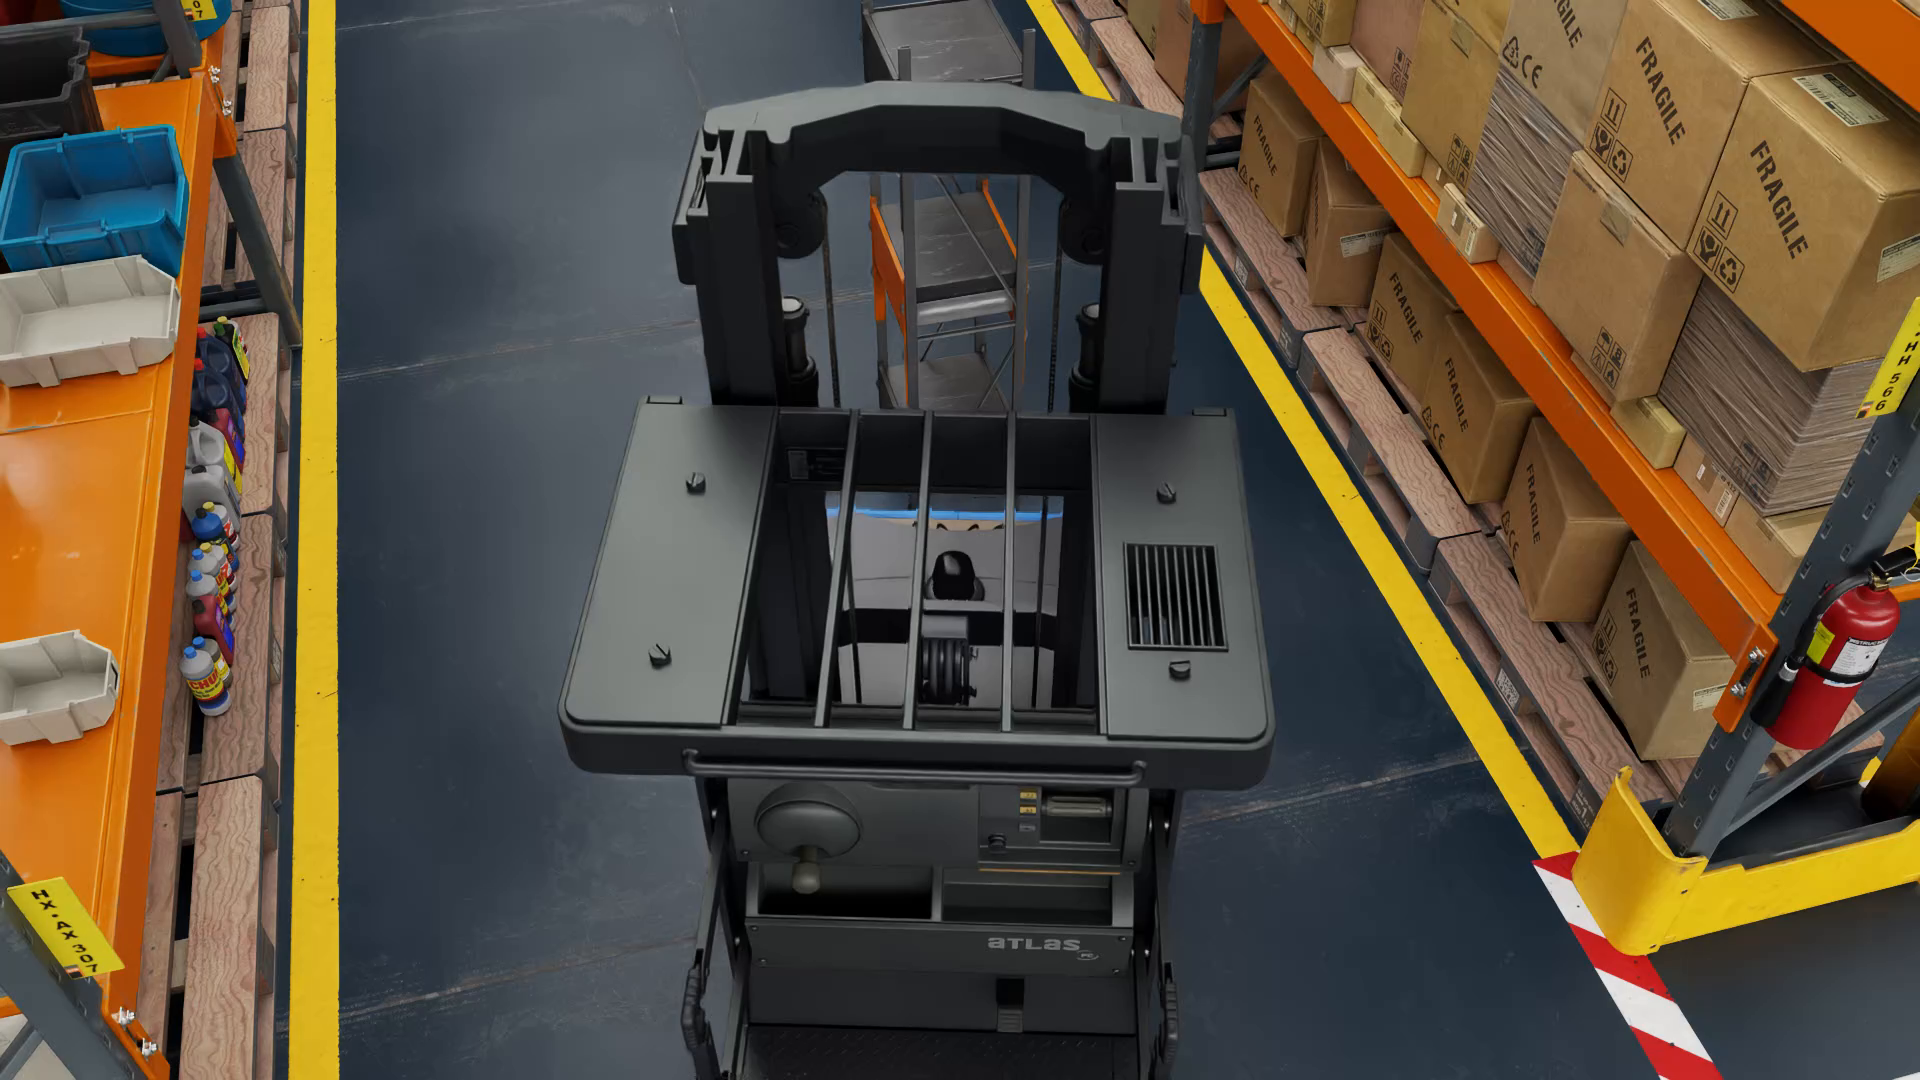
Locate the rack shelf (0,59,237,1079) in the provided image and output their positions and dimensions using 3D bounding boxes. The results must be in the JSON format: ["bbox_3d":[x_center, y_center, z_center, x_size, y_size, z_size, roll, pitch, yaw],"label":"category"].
[{"bbox_3d":[-2.771,-0.180,4.830,1.077,0.370,4.000,-11,47,-10],"label":"rack shelf"}]

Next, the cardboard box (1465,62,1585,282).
[{"bbox_3d":[2.085,-1.157,5.006,0.875,0.500,0.500,-11,47,-10],"label":"cardboard box"}]

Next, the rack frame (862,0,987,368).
[{"bbox_3d":[-0.105,-1.018,5.777,0.400,2.100,0.015,-11,47,-10],"label":"rack frame"}]

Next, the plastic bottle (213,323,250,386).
[{"bbox_3d":[-2.841,-0.744,6.473,0.061,0.283,0.133,-9,46,-8],"label":"plastic bottle"}]

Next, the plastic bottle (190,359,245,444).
[{"bbox_3d":[-2.790,-0.515,6.202,0.144,0.351,0.185,-13,47,-12],"label":"plastic bottle"}]

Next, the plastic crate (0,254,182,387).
[{"bbox_3d":[-2.622,-0.646,4.968,0.530,0.136,0.437,-11,47,-10],"label":"plastic crate"}]

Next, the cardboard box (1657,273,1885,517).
[{"bbox_3d":[2.415,-0.481,4.343,0.875,0.500,0.500,-11,47,-10],"label":"cardboard box"}]

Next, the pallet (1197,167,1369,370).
[{"bbox_3d":[1.711,-1.285,7.362,1.003,0.211,1.213,-11,47,-10],"label":"pallet"}]

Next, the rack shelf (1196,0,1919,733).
[{"bbox_3d":[2.017,-1.086,5.718,1.077,0.370,4.000,-11,47,-10],"label":"rack shelf"}]

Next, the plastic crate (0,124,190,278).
[{"bbox_3d":[-2.737,-1.047,5.280,0.499,0.251,0.616,-11,47,-10],"label":"plastic crate"}]

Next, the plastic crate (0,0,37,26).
[{"bbox_3d":[-3.703,-2.114,6.177,0.402,0.464,0.583,-11,47,-10],"label":"plastic crate"}]

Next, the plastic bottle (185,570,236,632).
[{"bbox_3d":[-2.510,0.204,5.552,0.097,0.271,0.097,0,46,0],"label":"plastic bottle"}]

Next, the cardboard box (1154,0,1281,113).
[{"bbox_3d":[1.369,-2.426,7.969,0.700,0.500,0.500,-14,47,-13],"label":"cardboard box"}]

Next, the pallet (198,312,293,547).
[{"bbox_3d":[-3.151,-0.366,6.461,1.003,0.211,1.213,-11,47,-10],"label":"pallet"}]

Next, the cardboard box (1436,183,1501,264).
[{"bbox_3d":[1.771,-1.045,5.349,0.380,0.149,0.250,-11,47,-10],"label":"cardboard box"}]

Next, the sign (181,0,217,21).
[{"bbox_3d":[-2.748,-2.003,5.919,0.100,0.325,0.005,-11,47,-10],"label":"sign"}]

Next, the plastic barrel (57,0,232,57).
[{"bbox_3d":[-3.089,-2.311,6.063,0.600,0.901,0.708,-11,47,-10],"label":"plastic barrel"}]

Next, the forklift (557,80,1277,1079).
[{"bbox_3d":[-0.054,0.686,3.526,1.130,2.935,3.031,1,46,1],"label":"forklift"}]

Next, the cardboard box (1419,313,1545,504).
[{"bbox_3d":[2.057,-0.505,6.101,0.500,0.500,0.500,-7,46,-7],"label":"cardboard box"}]

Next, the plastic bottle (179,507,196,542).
[{"bbox_3d":[-2.773,-0.136,5.877,0.061,0.283,0.133,-11,47,-10],"label":"plastic bottle"}]

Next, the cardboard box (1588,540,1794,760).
[{"bbox_3d":[2.385,0.337,5.276,0.500,0.500,0.500,-3,46,-3],"label":"cardboard box"}]

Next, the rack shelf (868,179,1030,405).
[{"bbox_3d":[-0.042,-0.840,5.622,0.431,0.518,0.480,-11,47,-10],"label":"rack shelf"}]

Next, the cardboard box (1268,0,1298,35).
[{"bbox_3d":[1.411,-2.085,6.369,0.380,0.149,0.250,-11,47,-10],"label":"cardboard box"}]

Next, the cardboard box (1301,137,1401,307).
[{"bbox_3d":[1.723,-1.313,6.893,0.500,0.500,0.500,3,46,2],"label":"cardboard box"}]

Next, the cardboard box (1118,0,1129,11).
[{"bbox_3d":[1.121,-3.145,8.674,0.700,0.500,0.500,-14,47,-14],"label":"cardboard box"}]

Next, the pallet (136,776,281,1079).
[{"bbox_3d":[-2.527,1.319,4.810,1.003,0.211,1.213,-11,47,-10],"label":"pallet"}]

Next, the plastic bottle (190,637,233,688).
[{"bbox_3d":[-2.448,0.394,5.415,0.097,0.201,0.097,0,46,0],"label":"plastic bottle"}]

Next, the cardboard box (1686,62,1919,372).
[{"bbox_3d":[2.149,-0.781,3.936,0.500,0.500,0.500,-11,47,-10],"label":"cardboard box"}]

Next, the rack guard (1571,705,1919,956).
[{"bbox_3d":[2.510,0.865,5.052,1.175,0.500,0.348,-11,47,-10],"label":"rack guard"}]

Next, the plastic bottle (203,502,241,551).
[{"bbox_3d":[-2.613,-0.051,5.851,0.097,0.201,0.097,0,46,0],"label":"plastic bottle"}]

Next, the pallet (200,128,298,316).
[{"bbox_3d":[-3.521,-1.372,7.447,1.003,0.211,1.213,-11,47,-10],"label":"pallet"}]

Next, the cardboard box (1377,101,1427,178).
[{"bbox_3d":[1.666,-1.394,5.692,0.380,0.149,0.250,-11,47,-10],"label":"cardboard box"}]

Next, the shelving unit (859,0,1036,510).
[{"bbox_3d":[-0.042,-0.849,5.612,0.431,2.100,0.503,-11,47,-10],"label":"shelving unit"}]

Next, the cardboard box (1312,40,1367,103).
[{"bbox_3d":[1.509,-1.734,6.025,0.380,0.149,0.250,-11,47,-10],"label":"cardboard box"}]

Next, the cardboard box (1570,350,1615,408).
[{"bbox_3d":[2.030,-0.539,4.854,0.380,0.149,0.250,-11,47,-10],"label":"cardboard box"}]

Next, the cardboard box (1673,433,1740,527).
[{"bbox_3d":[2.193,-0.201,4.523,0.380,0.149,0.250,-11,47,-10],"label":"cardboard box"}]

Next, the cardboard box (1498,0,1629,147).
[{"bbox_3d":[1.890,-1.470,4.613,0.500,0.500,0.500,-11,47,-10],"label":"cardboard box"}]

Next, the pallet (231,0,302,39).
[{"bbox_3d":[-4.146,-3.057,9.098,1.003,0.211,1.213,-11,47,-10],"label":"pallet"}]

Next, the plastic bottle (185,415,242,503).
[{"bbox_3d":[-2.708,-0.292,5.983,0.144,0.351,0.185,-11,47,-11],"label":"plastic bottle"}]

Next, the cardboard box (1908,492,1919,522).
[{"bbox_3d":[2.686,-0.109,4.433,0.380,0.149,0.250,-11,47,-10],"label":"cardboard box"}]

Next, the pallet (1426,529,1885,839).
[{"bbox_3d":[2.336,0.399,5.711,1.003,0.211,1.213,-11,47,-10],"label":"pallet"}]

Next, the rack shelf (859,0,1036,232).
[{"bbox_3d":[-0.042,-1.330,5.122,0.431,0.518,0.480,-11,47,-10],"label":"rack shelf"}]

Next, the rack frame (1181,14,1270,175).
[{"bbox_3d":[1.505,-2.719,6.814,1.000,3.000,0.127,-11,47,-10],"label":"rack frame"}]

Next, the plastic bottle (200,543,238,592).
[{"bbox_3d":[-2.561,0.091,5.712,0.097,0.201,0.097,0,46,0],"label":"plastic bottle"}]

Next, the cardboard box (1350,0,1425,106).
[{"bbox_3d":[1.880,-1.857,5.692,0.875,0.500,0.500,-11,47,-10],"label":"cardboard box"}]
